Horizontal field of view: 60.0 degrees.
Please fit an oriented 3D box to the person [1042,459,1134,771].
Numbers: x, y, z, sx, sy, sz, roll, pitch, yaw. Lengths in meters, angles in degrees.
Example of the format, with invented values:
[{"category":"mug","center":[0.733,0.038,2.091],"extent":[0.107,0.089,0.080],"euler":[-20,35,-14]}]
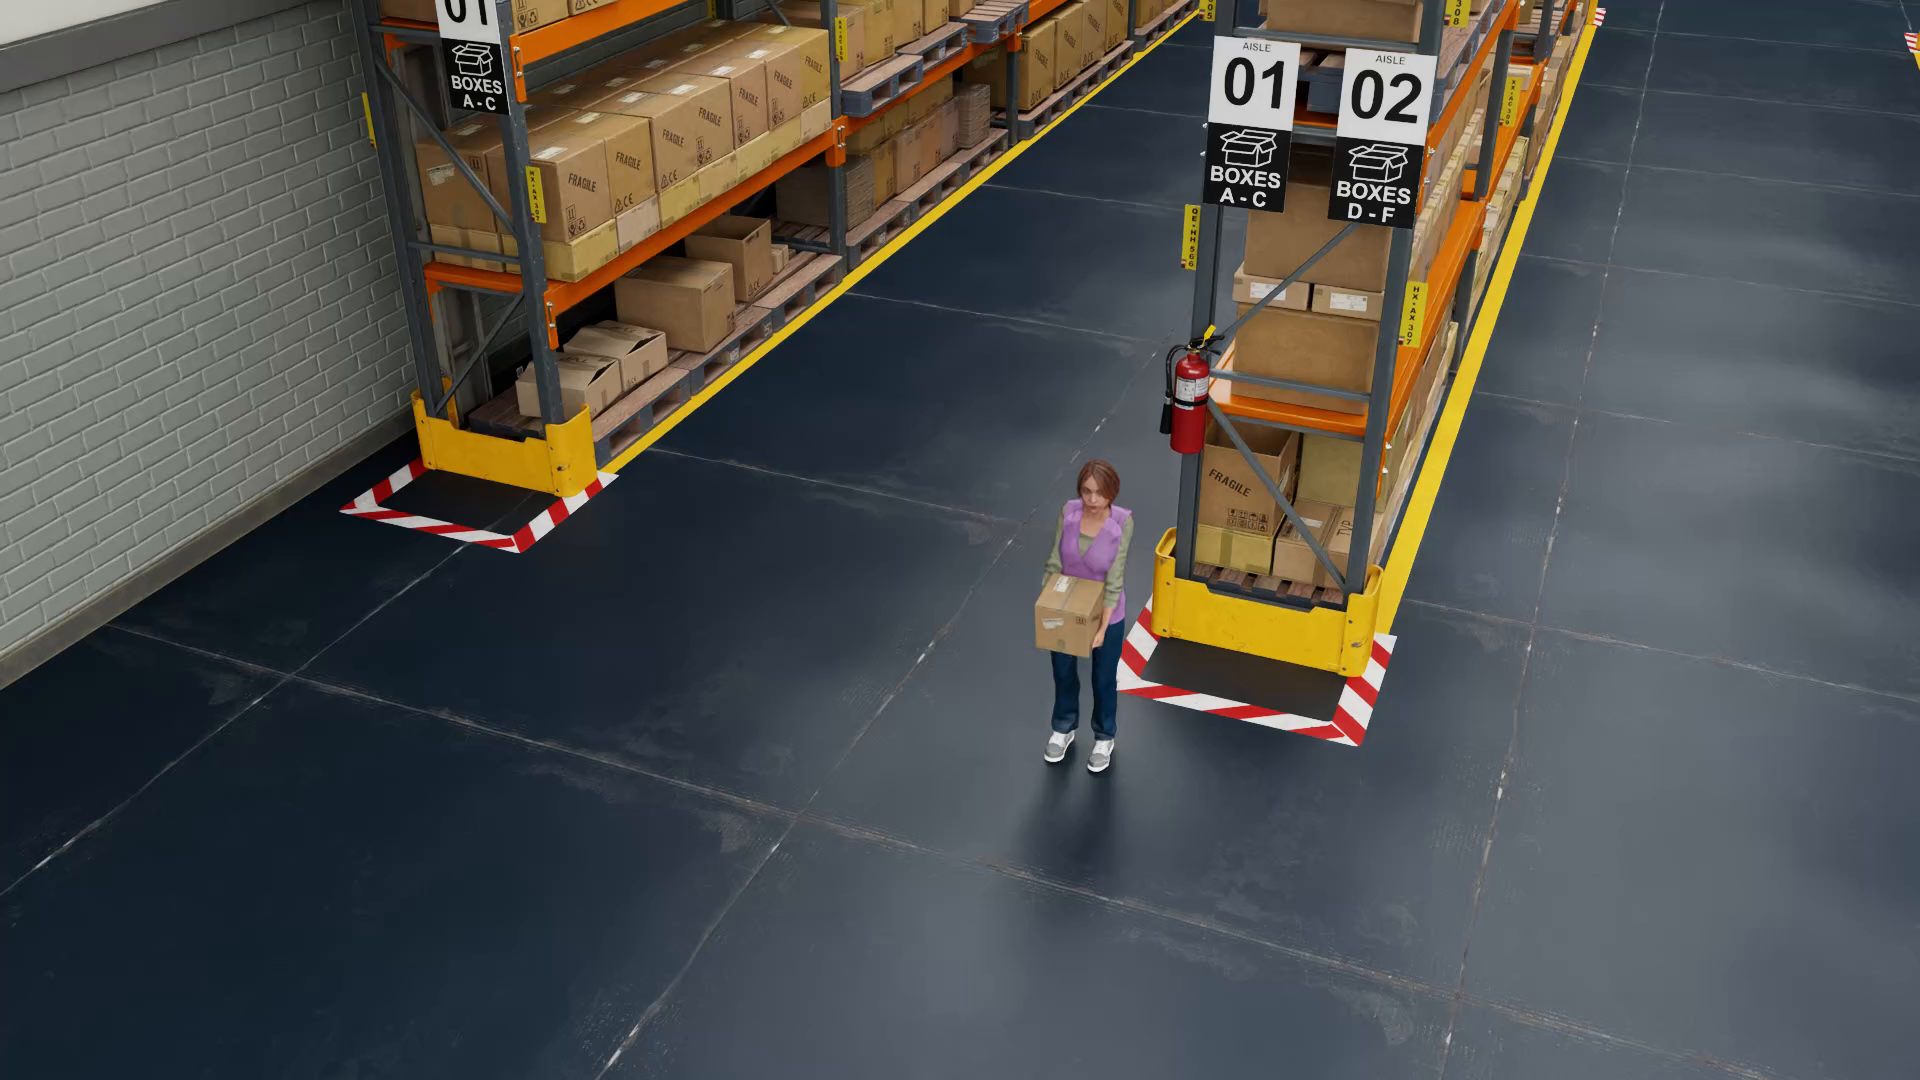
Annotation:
[{"category":"person","center":[0.573,0.432,7.751],"extent":[0.375,1.500,0.499],"euler":[11,32,19]}]
